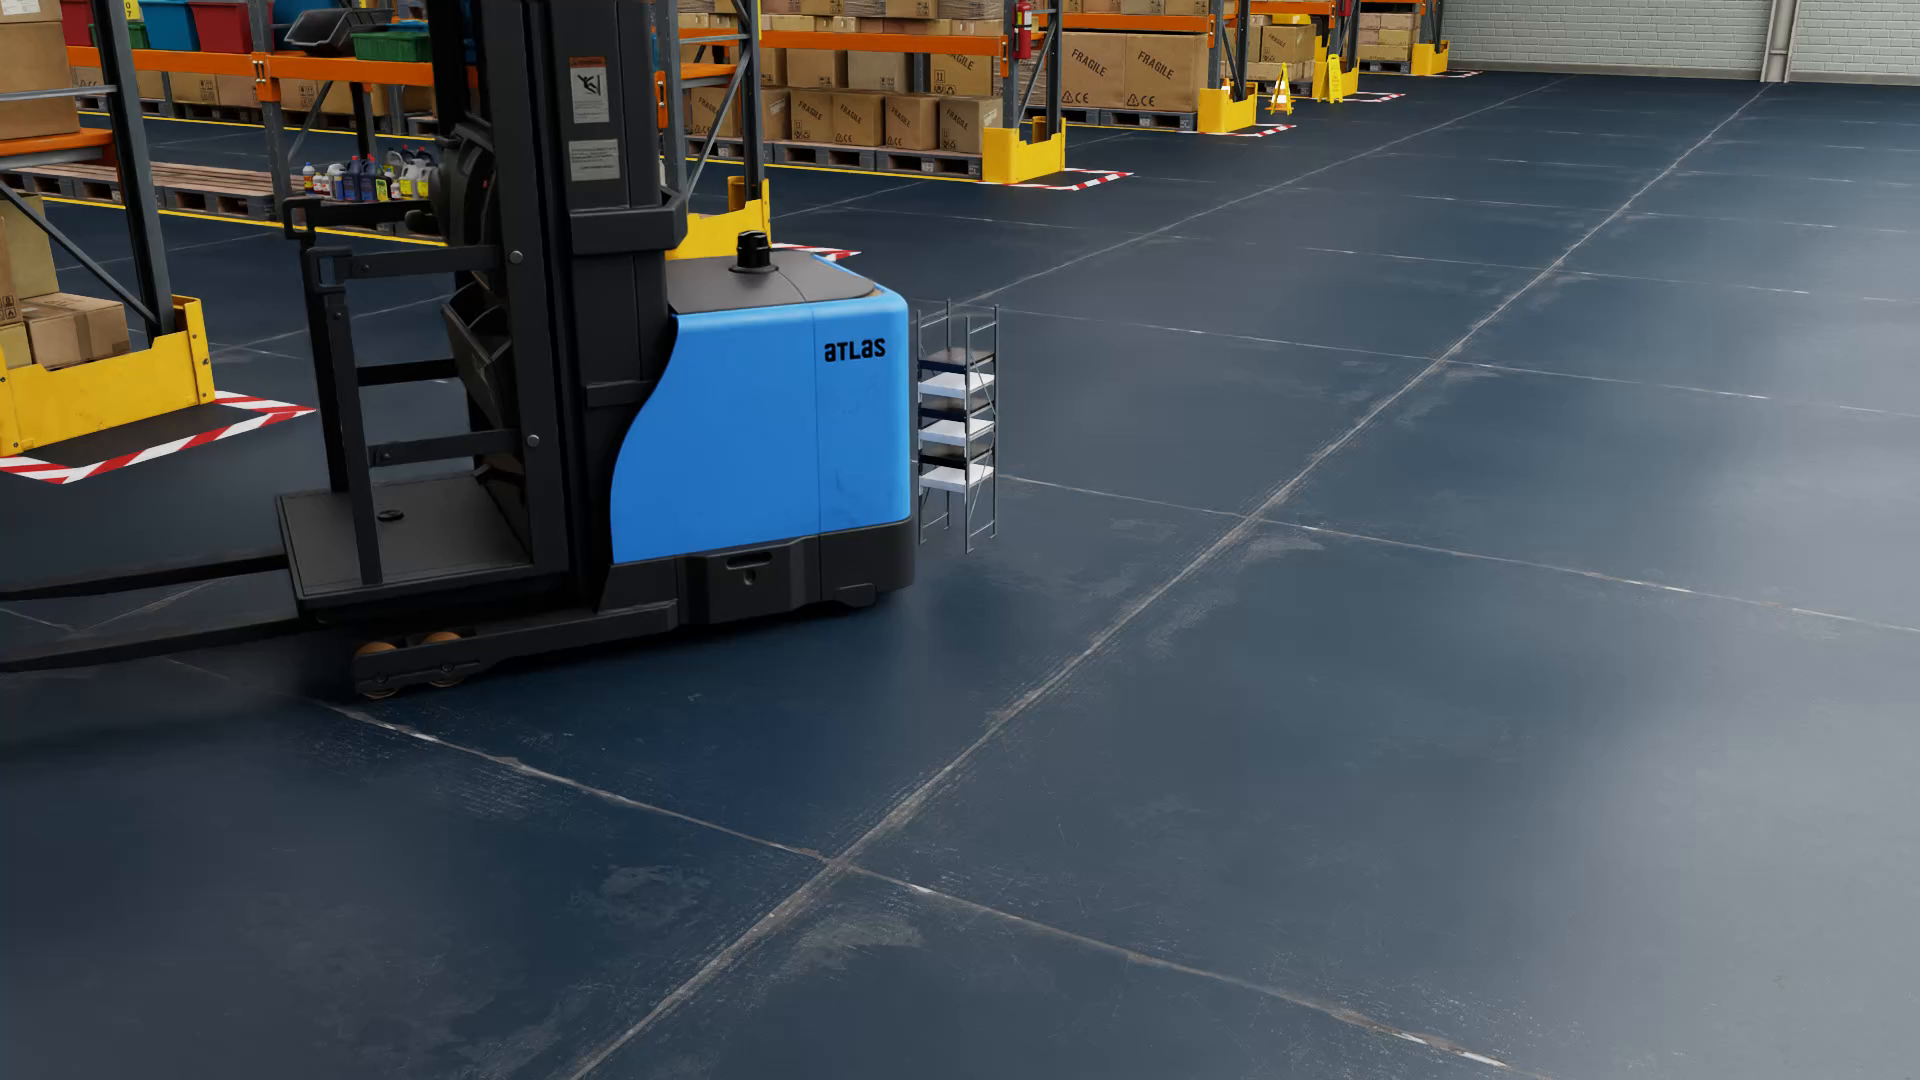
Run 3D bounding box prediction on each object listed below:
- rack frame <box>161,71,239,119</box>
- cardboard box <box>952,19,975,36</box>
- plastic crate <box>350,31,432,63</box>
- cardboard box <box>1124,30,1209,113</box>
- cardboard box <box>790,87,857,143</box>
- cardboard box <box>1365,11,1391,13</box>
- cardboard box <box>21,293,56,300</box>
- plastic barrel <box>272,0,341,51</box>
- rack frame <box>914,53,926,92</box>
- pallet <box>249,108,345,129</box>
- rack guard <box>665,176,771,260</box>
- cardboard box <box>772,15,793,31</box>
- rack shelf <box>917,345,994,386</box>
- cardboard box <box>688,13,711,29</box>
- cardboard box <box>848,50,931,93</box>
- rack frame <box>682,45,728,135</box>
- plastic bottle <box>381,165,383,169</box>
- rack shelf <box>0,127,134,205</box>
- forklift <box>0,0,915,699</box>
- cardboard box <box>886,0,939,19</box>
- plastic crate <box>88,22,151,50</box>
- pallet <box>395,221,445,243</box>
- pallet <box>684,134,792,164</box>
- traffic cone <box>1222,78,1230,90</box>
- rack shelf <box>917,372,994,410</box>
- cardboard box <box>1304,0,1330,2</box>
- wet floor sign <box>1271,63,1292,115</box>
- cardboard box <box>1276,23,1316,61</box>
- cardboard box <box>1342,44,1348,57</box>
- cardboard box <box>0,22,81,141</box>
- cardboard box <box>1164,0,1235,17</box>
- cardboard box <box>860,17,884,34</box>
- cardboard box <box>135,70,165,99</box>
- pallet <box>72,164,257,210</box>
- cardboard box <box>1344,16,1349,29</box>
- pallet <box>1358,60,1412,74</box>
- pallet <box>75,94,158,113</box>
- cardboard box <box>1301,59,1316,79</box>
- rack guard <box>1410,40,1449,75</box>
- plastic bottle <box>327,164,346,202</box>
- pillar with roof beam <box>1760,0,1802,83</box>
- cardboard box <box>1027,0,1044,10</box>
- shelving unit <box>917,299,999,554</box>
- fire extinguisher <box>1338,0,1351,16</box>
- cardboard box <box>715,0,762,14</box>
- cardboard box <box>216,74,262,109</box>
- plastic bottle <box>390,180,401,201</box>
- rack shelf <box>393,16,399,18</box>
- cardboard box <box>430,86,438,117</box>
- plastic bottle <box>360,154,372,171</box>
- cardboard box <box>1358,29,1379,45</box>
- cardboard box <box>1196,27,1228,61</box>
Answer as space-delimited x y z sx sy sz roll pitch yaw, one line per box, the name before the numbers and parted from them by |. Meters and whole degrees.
rack frame | -9.787 -6.918 21.038 0.127 3.000 1.000 11 23 27
cardboard box | 0.122 -4.832 15.656 0.250 0.149 0.380 11 23 27
plastic crate | -4.171 -3.704 12.488 0.662 0.188 0.450 11 23 27
cardboard box | 2.572 -5.674 20.108 0.875 0.875 0.875 11 23 28
cardboard box | -1.389 -4.359 17.032 0.500 0.500 0.500 9 22 23
cardboard box | 7.174 -8.944 28.574 0.500 0.250 0.500 11 23 27
cardboard box | -4.943 -1.116 8.460 0.500 0.250 0.500 11 23 27
plastic barrel | -5.408 -4.503 13.646 0.708 0.901 0.600 11 23 27
rack frame | -0.296 -7.048 21.395 0.127 3.000 1.000 11 23 27
pallet | -8.008 -5.299 20.663 1.213 0.211 1.003 11 23 27
rack guard | -1.816 -2.272 11.894 0.348 0.500 1.175 11 23 27
cardboard box | -1.659 -5.144 16.515 0.250 0.149 0.380 11 23 27
rack shelf | -0.007 -0.647 6.135 0.200 0.077 0.258 11 23 27
cardboard box | -2.550 -5.299 16.943 0.250 0.149 0.380 11 23 27
cardboard box | -0.882 -6.264 21.918 0.750 0.750 1.050 11 23 27
rack frame | -2.803 -5.588 17.371 0.127 3.000 1.000 11 23 27
plastic bottle | -4.750 -3.037 13.797 0.097 0.201 0.097 0 20 0
rack shelf | -5.891 -1.968 8.448 4.000 0.370 1.077 11 23 27
forklift | -1.717 -1.102 5.106 3.031 2.935 1.130 -9 22 -23
cardboard box | -0.273 -5.256 15.874 0.500 0.500 0.875 11 23 27
plastic crate | -6.877 -4.219 13.909 0.662 0.188 0.450 11 23 27
pallet | -3.583 -2.476 12.881 1.213 0.211 1.003 11 23 27
pallet | -2.199 -4.176 17.567 1.213 0.211 1.003 11 23 27
traffic cone | 3.425 -5.701 21.402 0.334 0.463 0.336 11 23 27
rack shelf | -0.007 -0.562 6.165 0.200 0.077 0.258 11 23 27
cardboard box | 5.091 -7.753 23.708 0.250 0.149 0.380 12 23 29
wet floor sign | 4.187 -5.860 21.574 0.232 0.644 0.267 7 21 18
cardboard box | 4.932 -7.350 24.546 0.500 0.500 0.500 10 22 26
cardboard box | 6.513 -8.411 28.571 0.500 0.250 0.500 11 23 28
cardboard box | -4.547 -2.103 7.616 0.500 0.500 0.700 11 23 27
cardboard box | 2.850 -6.501 19.668 0.550 0.550 0.875 11 23 27
cardboard box | -0.760 -4.993 16.100 0.250 0.149 0.380 11 23 27
cardboard box | -10.324 -6.250 21.697 0.875 0.875 0.875 11 23 27
pallet | -6.992 -3.124 14.668 1.213 0.211 1.003 11 23 27
cardboard box | 6.491 -8.874 28.379 0.500 0.250 0.500 11 23 28
pallet | 7.251 -8.155 28.537 1.213 0.211 1.003 11 23 27
pallet | -11.482 -5.960 22.485 1.213 0.211 1.003 11 23 27
cardboard box | 4.953 -6.994 24.664 0.500 0.250 0.500 11 22 27
rack guard | 7.960 -8.172 28.160 0.348 0.500 1.175 11 23 27
plastic bottle | -4.859 -2.811 13.063 0.135 0.276 0.152 12 23 29
pillar with roof beam | 10.910 -10.276 21.497 0.400 9.000 9.100 11 23 27
cardboard box | 0.937 -6.851 20.632 0.550 0.550 0.875 11 23 27
shelving unit | -0.007 -0.424 6.215 0.210 0.900 0.258 11 23 27
fire extinguisher | 5.397 -7.680 23.252 0.183 0.674 0.296 11 23 27
cardboard box | -2.021 -5.588 16.788 0.500 0.500 0.875 11 23 27
cardboard box | -8.438 -5.868 20.643 0.875 0.875 1.225 10 22 25
plastic bottle | -4.316 -2.661 12.762 0.097 0.201 0.097 0 20 0
rack shelf | -8.041 -6.247 20.244 4.000 0.370 1.077 11 23 27
cardboard box | -5.700 -5.179 19.265 0.500 0.500 0.700 10 22 24
plastic bottle | -4.646 -2.860 13.090 0.185 0.351 0.144 11 23 27
cardboard box | 6.930 -8.565 28.262 0.500 0.250 0.500 11 22 27
cardboard box | 3.801 -7.358 24.566 0.500 0.500 0.500 10 22 26
